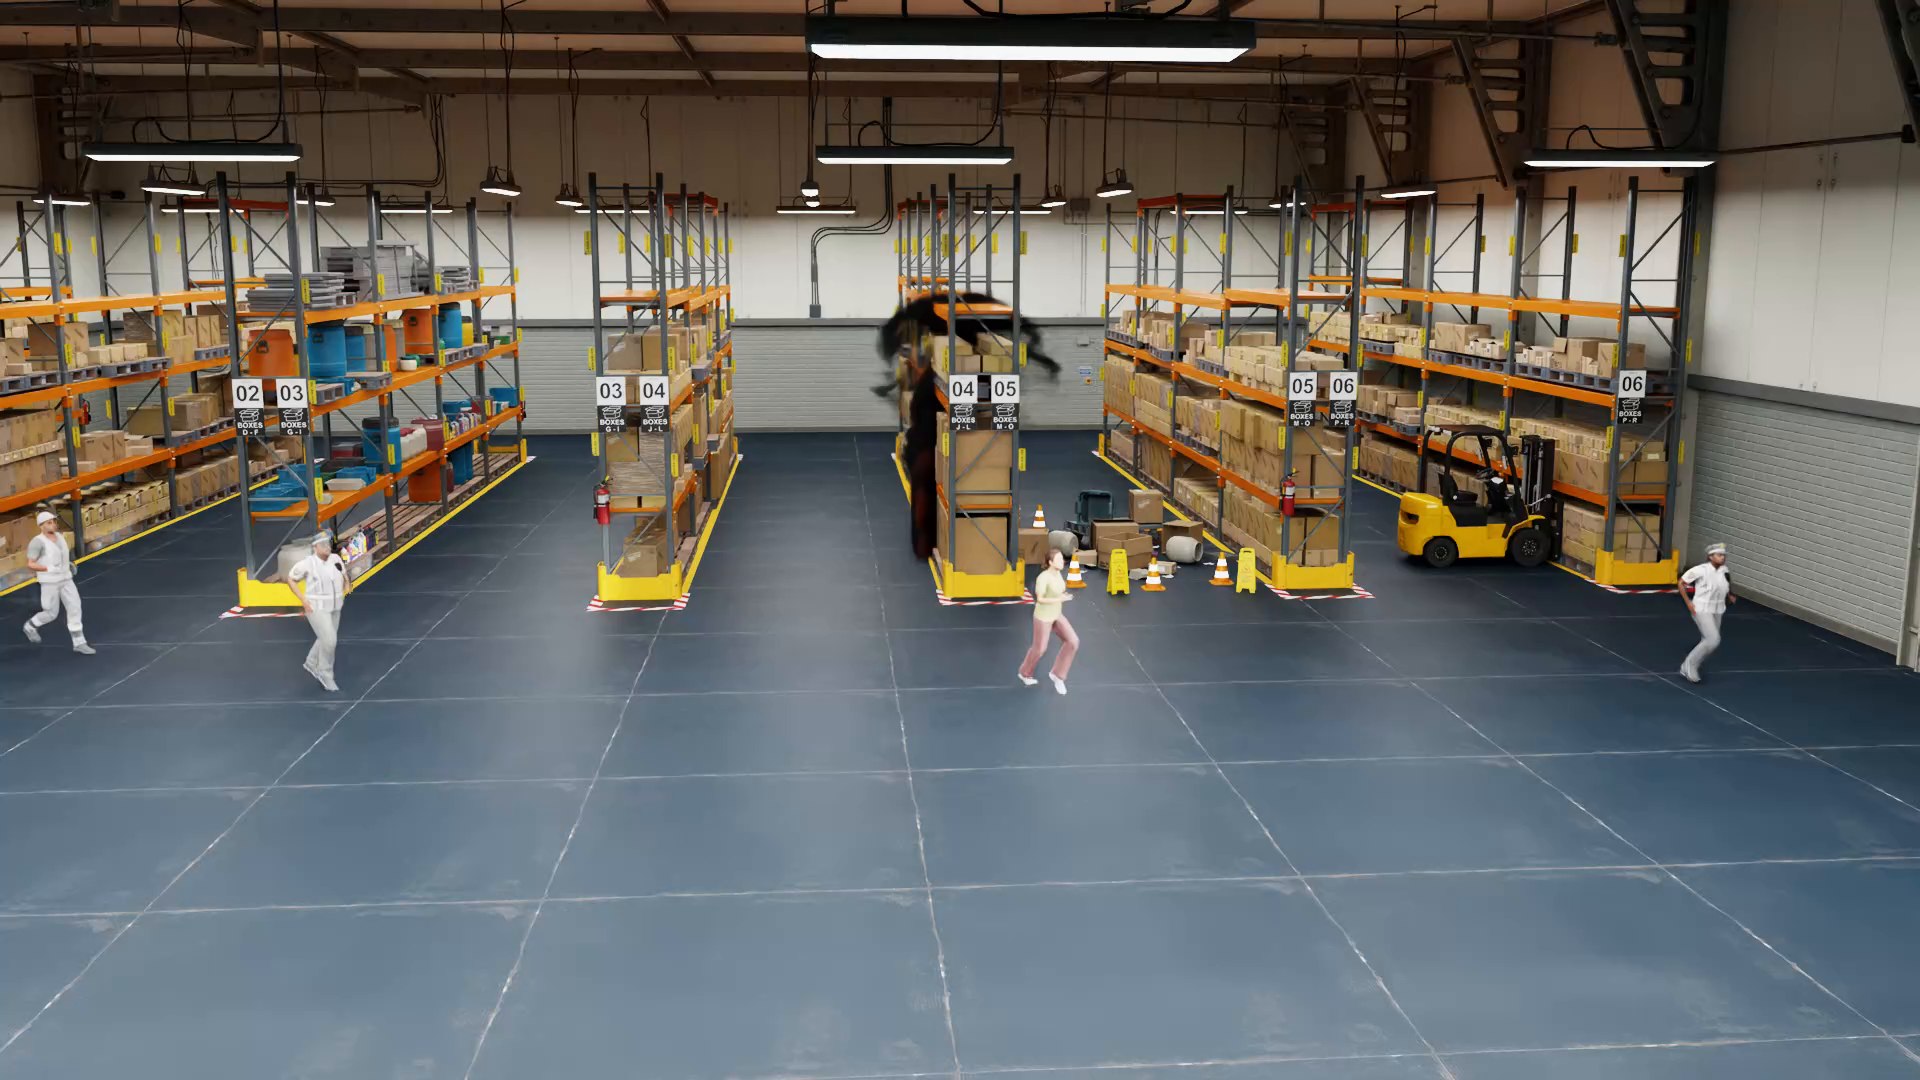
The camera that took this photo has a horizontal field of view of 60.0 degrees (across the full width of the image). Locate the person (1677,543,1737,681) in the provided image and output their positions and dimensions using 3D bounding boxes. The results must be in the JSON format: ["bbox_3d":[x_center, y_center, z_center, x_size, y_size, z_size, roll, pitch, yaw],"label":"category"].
[{"bbox_3d":[8.630,0.831,19.157,0.571,1.653,0.645,-4,11,-21],"label":"person"}]

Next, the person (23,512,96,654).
[{"bbox_3d":[-11.208,0.526,20.595,1.006,1.779,0.669,3,11,19],"label":"person"}]

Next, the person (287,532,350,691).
[{"bbox_3d":[-7.325,0.811,19.119,0.730,1.870,0.682,5,11,28],"label":"person"}]

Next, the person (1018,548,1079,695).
[{"bbox_3d":[0.976,0.903,18.802,0.798,1.675,0.601,8,13,37],"label":"person"}]

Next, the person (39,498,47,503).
[{"bbox_3d":[-17.082,-1.239,30.468,0.692,1.781,0.922,-1,10,-6],"label":"person"}]
